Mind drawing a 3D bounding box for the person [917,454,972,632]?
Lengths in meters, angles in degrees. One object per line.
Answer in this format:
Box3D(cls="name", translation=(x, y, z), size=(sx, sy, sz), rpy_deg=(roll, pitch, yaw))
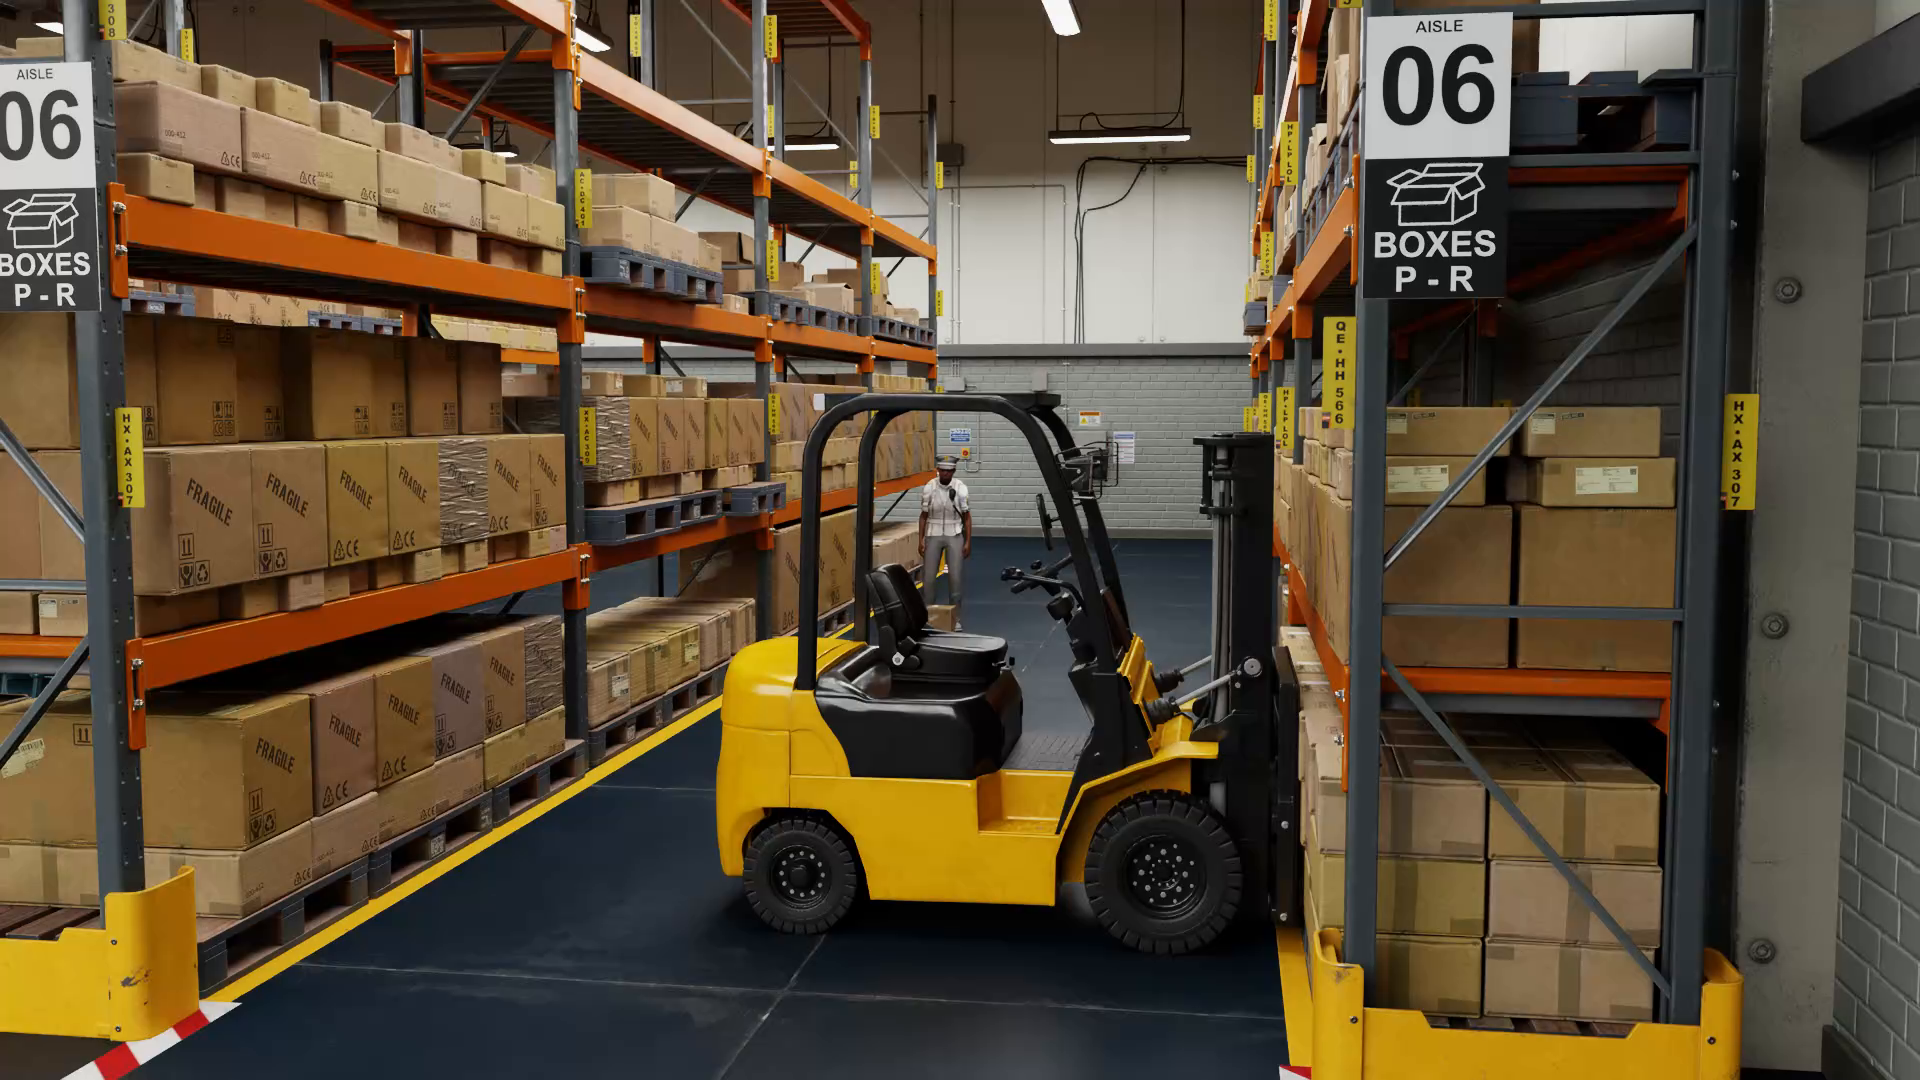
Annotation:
Box3D(cls="person", translation=(-0.157, 0.023, 15.597), size=(0.528, 1.663, 0.393), rpy_deg=(1, 5, 6))
